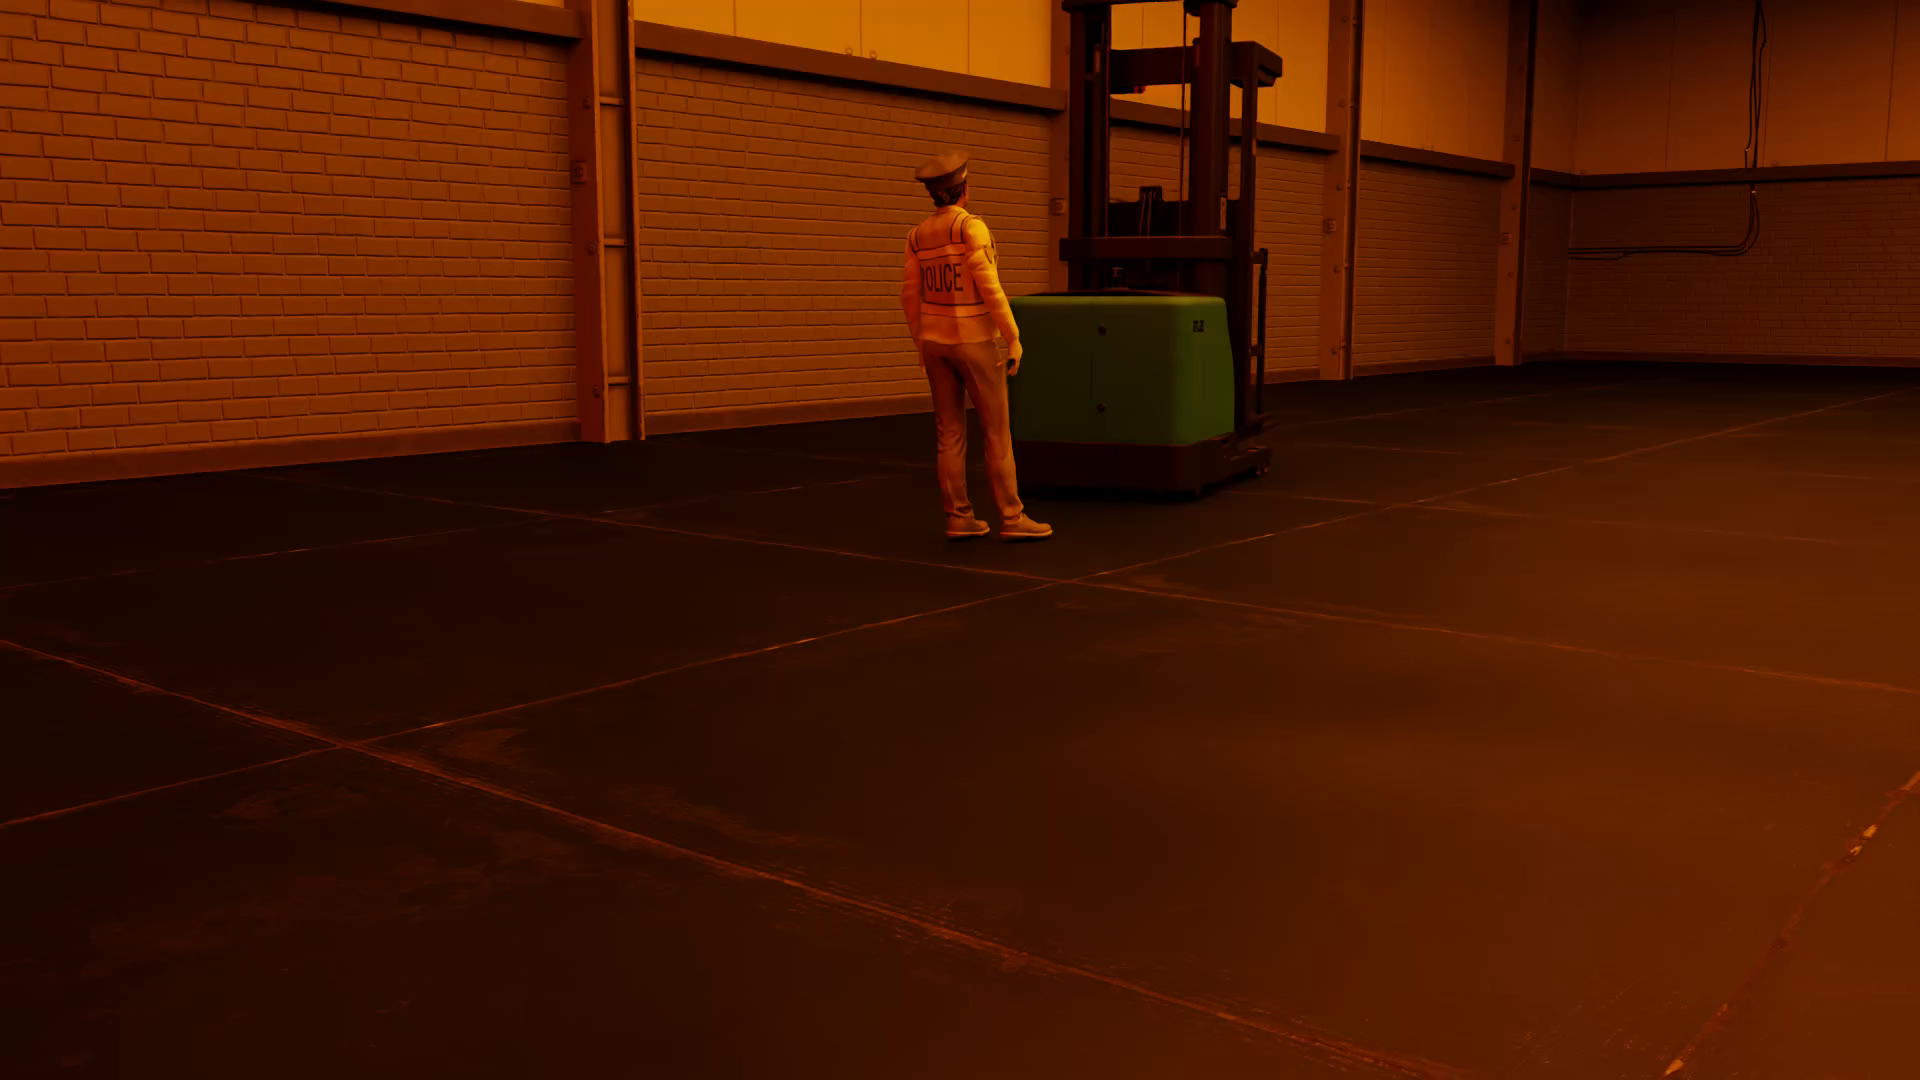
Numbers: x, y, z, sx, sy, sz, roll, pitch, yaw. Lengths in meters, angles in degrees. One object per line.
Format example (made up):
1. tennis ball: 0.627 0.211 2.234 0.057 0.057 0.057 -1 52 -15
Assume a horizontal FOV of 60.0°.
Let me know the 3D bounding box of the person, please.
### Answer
1. person: 0.049 -0.852 7.329 0.586 1.694 0.531 7 11 38

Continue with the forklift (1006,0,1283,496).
1. forklift: 1.277 -1.857 9.974 1.130 2.935 3.031 4 9 23
